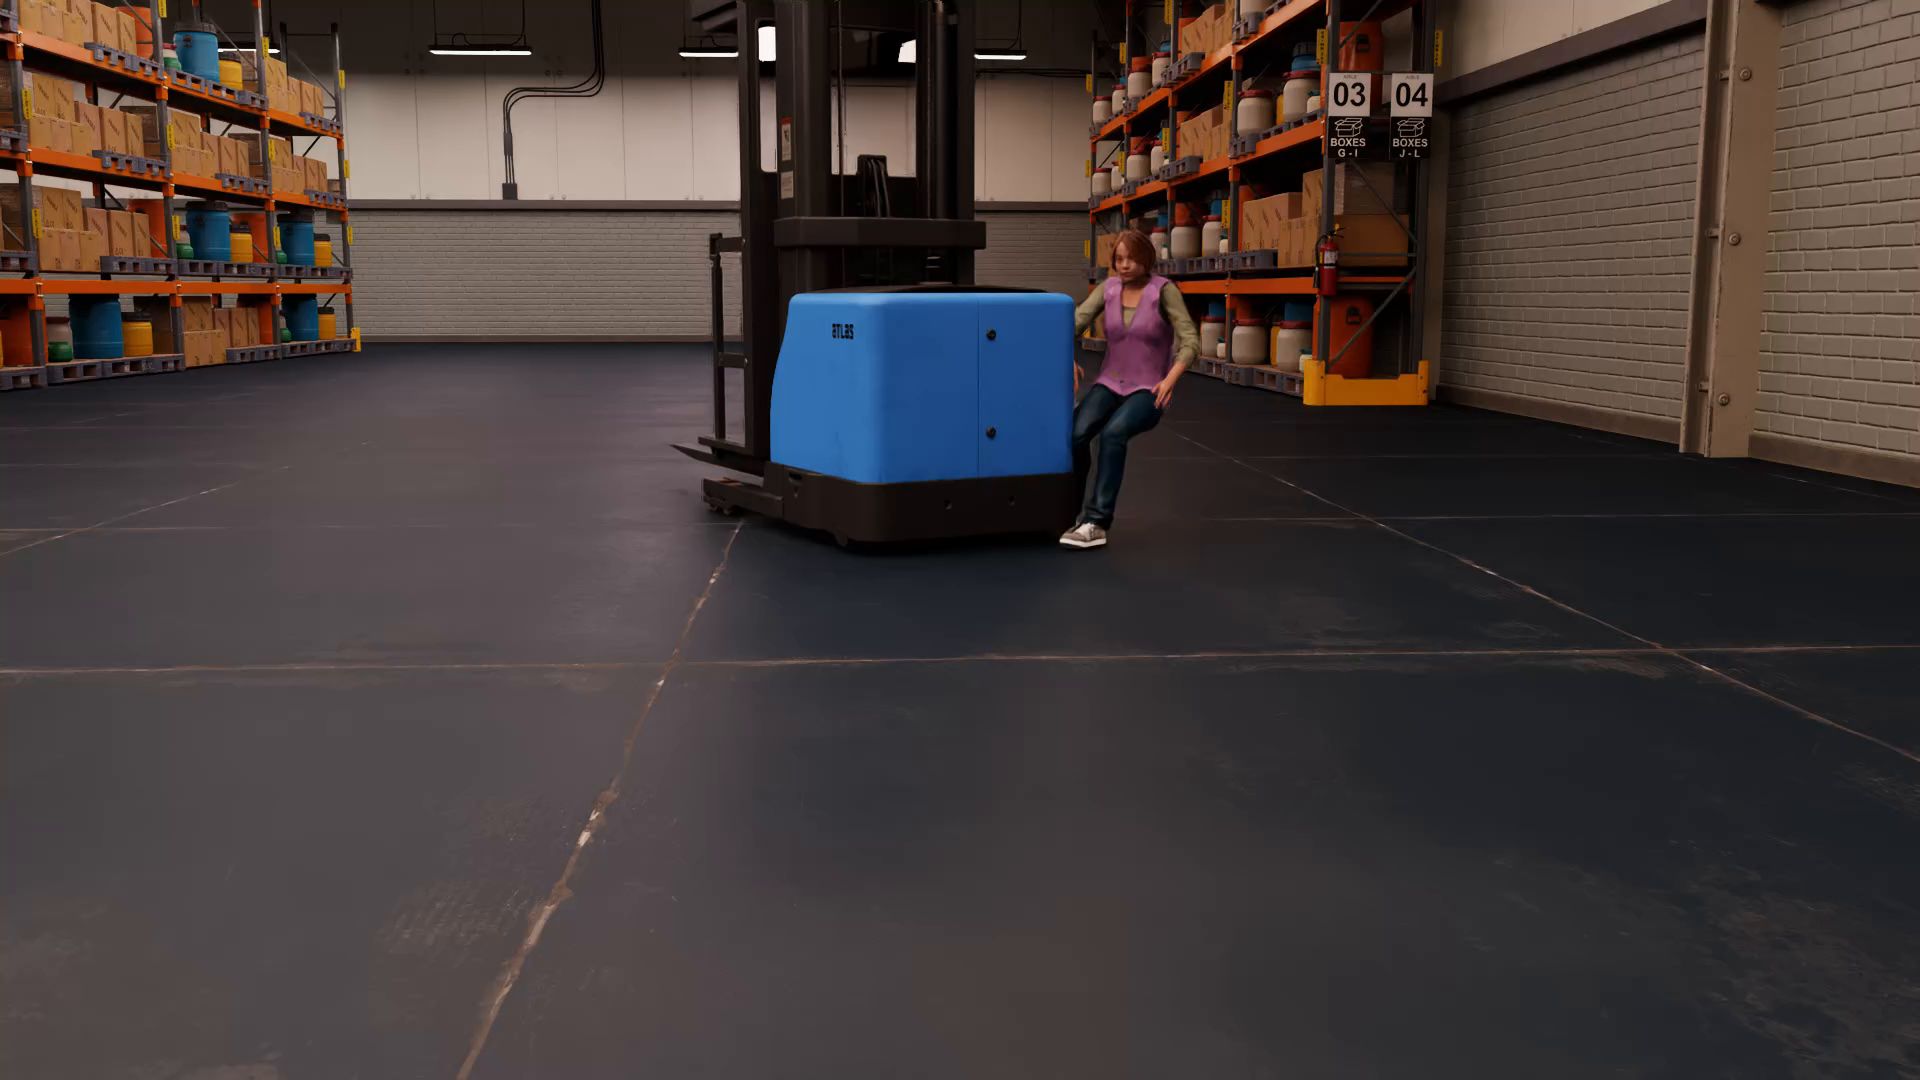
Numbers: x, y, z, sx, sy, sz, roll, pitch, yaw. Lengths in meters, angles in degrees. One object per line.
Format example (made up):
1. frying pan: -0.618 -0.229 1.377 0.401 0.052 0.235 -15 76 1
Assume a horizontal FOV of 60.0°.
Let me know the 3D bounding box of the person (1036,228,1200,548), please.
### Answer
1. person: 0.662 -0.636 7.198 0.665 1.388 0.778 3 9 21

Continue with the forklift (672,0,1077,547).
1. forklift: -0.627 -1.596 8.078 1.130 2.935 3.031 -4 10 -28
